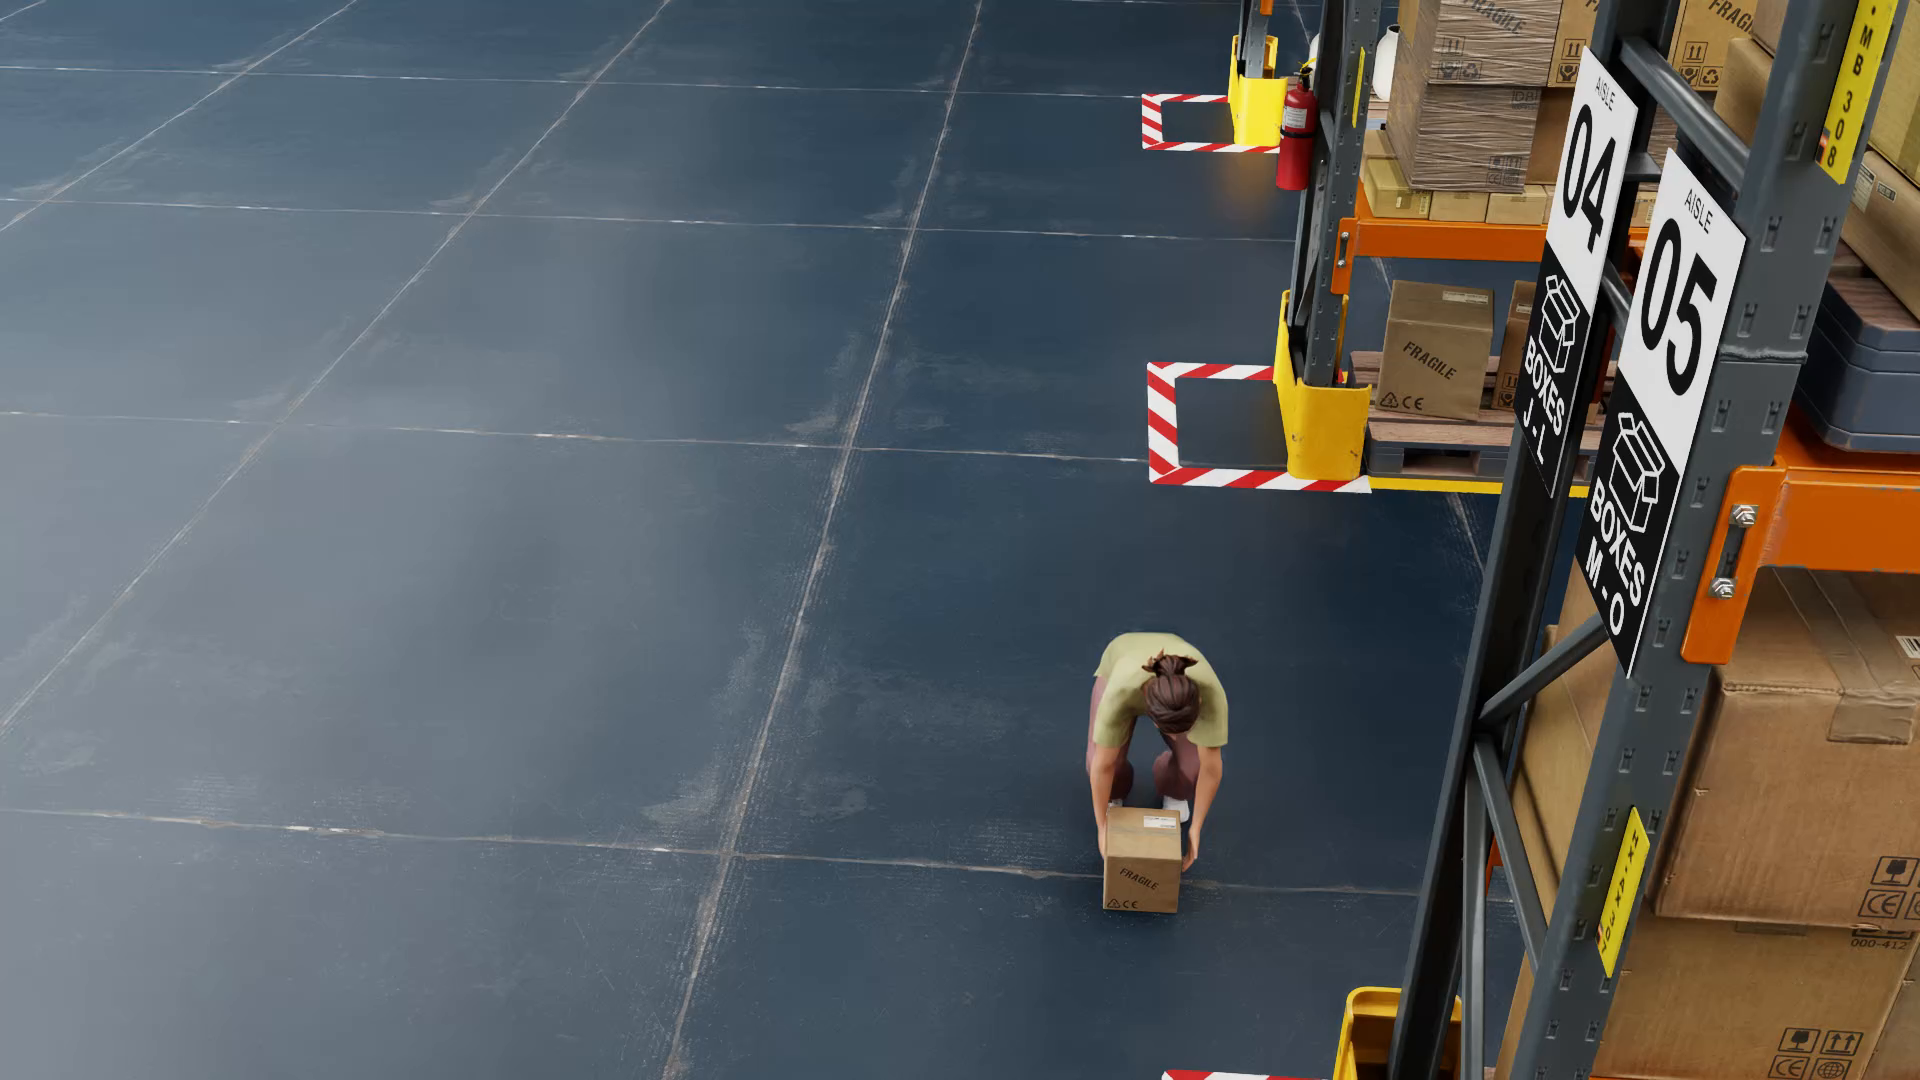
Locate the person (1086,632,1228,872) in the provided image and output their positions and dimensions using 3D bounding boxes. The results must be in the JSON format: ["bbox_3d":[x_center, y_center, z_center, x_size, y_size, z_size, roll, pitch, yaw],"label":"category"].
[{"bbox_3d":[0.687,0.659,5.845,0.478,0.873,0.801,2,32,4],"label":"person"}]
